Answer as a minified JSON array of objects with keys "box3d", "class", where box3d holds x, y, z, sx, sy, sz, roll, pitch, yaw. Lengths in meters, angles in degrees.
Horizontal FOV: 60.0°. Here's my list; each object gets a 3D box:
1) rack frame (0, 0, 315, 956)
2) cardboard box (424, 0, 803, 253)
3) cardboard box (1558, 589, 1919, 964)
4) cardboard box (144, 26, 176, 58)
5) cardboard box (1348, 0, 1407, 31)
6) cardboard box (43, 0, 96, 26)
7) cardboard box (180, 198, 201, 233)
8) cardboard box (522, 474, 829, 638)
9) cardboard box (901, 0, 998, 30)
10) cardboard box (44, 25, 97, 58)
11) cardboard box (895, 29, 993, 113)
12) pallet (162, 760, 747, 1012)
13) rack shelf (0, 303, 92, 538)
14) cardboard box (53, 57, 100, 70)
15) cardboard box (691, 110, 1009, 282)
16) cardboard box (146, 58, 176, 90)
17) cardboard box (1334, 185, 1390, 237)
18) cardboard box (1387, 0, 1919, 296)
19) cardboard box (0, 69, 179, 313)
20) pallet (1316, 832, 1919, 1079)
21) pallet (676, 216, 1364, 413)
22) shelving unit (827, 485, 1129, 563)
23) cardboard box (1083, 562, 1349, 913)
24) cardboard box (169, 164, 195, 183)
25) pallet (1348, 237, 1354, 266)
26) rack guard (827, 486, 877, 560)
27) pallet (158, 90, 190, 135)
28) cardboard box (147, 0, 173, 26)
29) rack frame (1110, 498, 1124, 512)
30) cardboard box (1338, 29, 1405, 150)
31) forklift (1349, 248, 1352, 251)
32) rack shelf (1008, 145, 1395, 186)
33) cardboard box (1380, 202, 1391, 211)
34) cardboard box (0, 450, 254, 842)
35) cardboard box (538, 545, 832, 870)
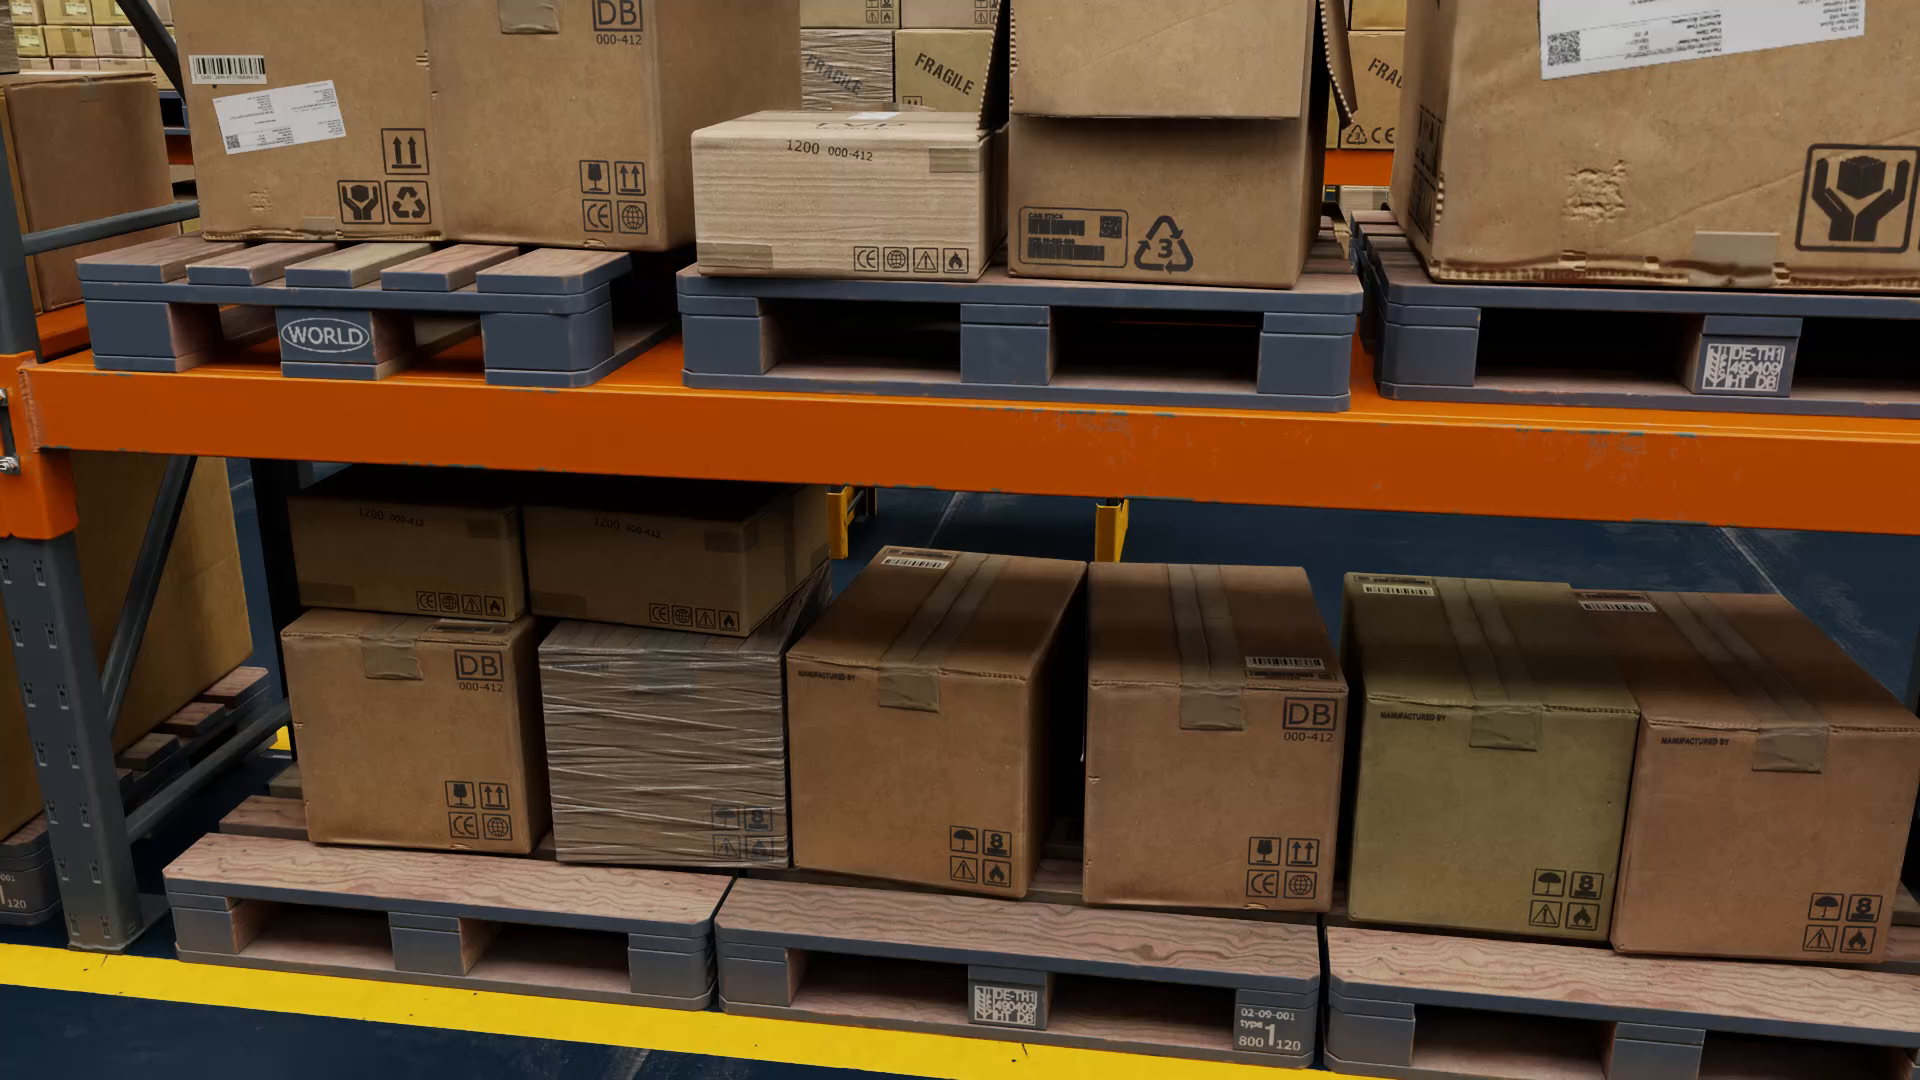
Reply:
[{"box3d":[-1.802,-0.680,3.609,0.127,3.000,1.000,3,19,9],"class":"rack frame"},{"box3d":[-0.696,-0.915,3.492,0.500,0.500,0.700,6,19,17],"class":"cardboard box"},{"box3d":[1.544,0.460,3.447,0.500,0.500,0.700,1,19,4],"class":"cardboard box"},{"box3d":[-3.781,-2.449,8.161,0.250,0.149,0.380,2,19,6],"class":"cardboard box"},{"box3d":[2.034,-2.598,7.606,0.500,0.500,0.700,3,19,8],"class":"cardboard box"},{"box3d":[-4.273,-2.617,8.192,0.250,0.149,0.380,3,19,10],"class":"cardboard box"},{"box3d":[-3.651,-1.654,8.614,0.500,0.250,0.500,3,19,10],"class":"cardboard box"},{"box3d":[-0.611,-0.011,3.674,0.500,0.250,0.500,5,19,15],"class":"cardboard box"},{"box3d":[0.026,-2.700,7.912,0.500,0.500,0.700,3,19,8],"class":"cardboard box"},{"box3d":[-4.293,-2.475,8.238,0.250,0.149,0.380,3,19,8],"class":"cardboard box"},{"box3d":[-0.013,-2.145,7.828,0.500,0.500,0.500,3,19,8],"class":"cardboard box"},{"box3d":[-1.031,0.682,3.932,1.213,0.211,1.003,3,19,9],"class":"pallet"},{"box3d":[-3.777,-0.440,4.024,4.000,0.370,1.077,3,19,9],"class":"rack shelf"},{"box3d":[-4.274,-2.334,8.287,0.250,0.149,0.380,3,19,10],"class":"cardboard box"},{"box3d":[-0.184,-0.652,3.099,0.500,0.250,0.500,2,19,7],"class":"cardboard box"},{"box3d":[-3.781,-2.308,8.207,0.250,0.149,0.380,3,19,9],"class":"cardboard box"},{"box3d":[3.201,-2.562,12.713,0.625,0.372,0.950,3,19,9],"class":"cardboard box"},{"box3d":[1.385,-1.046,3.096,1.000,1.000,1.000,3,19,9],"class":"cardboard box"},{"box3d":[-2.239,-0.837,3.921,0.500,0.500,0.500,3,19,10],"class":"cardboard box"},{"box3d":[1.378,0.805,3.565,1.213,0.211,1.003,3,19,9],"class":"pallet"},{"box3d":[0.159,-0.502,3.380,1.213,0.211,1.003,3,19,9],"class":"pallet"},{"box3d":[0.075,-0.707,6.054,1.083,1.500,0.587,3,19,9],"class":"shelving unit"},{"box3d":[0.524,0.402,3.620,0.500,0.500,0.700,1,19,4],"class":"cardboard box"},{"box3d":[-6.557,-3.126,14.296,0.875,0.438,0.875,3,19,10],"class":"cardboard box"},{"box3d":[2.950,-2.300,12.844,1.213,0.211,1.003,3,19,9],"class":"pallet"},{"box3d":[-0.416,-0.140,6.327,0.087,0.250,0.587,3,19,9],"class":"rack guard"},{"box3d":[-4.134,-2.255,8.619,1.213,0.211,1.003,3,19,9],"class":"pallet"},{"box3d":[-3.774,-2.589,8.111,0.250,0.149,0.380,3,19,8],"class":"cardboard box"},{"box3d":[0.586,-0.681,5.976,0.032,1.500,0.500,3,19,9],"class":"rack frame"},{"box3d":[1.977,-2.043,7.524,0.500,0.500,0.500,3,19,8],"class":"cardboard box"},{"box3d":[1.346,-3.038,10.763,3.031,2.935,1.130,-13,22,-34],"class":"forklift"},{"box3d":[1.059,-1.787,8.051,4.000,0.370,1.077,3,19,9],"class":"rack shelf"},{"box3d":[2.406,-1.163,7.936,0.750,0.750,1.050,3,19,8],"class":"cardboard box"},{"box3d":[-2.480,0.087,4.003,0.875,0.875,1.225,2,19,6],"class":"cardboard box"},{"box3d":[-0.588,0.348,3.782,0.500,0.500,0.700,1,19,4],"class":"cardboard box"}]
